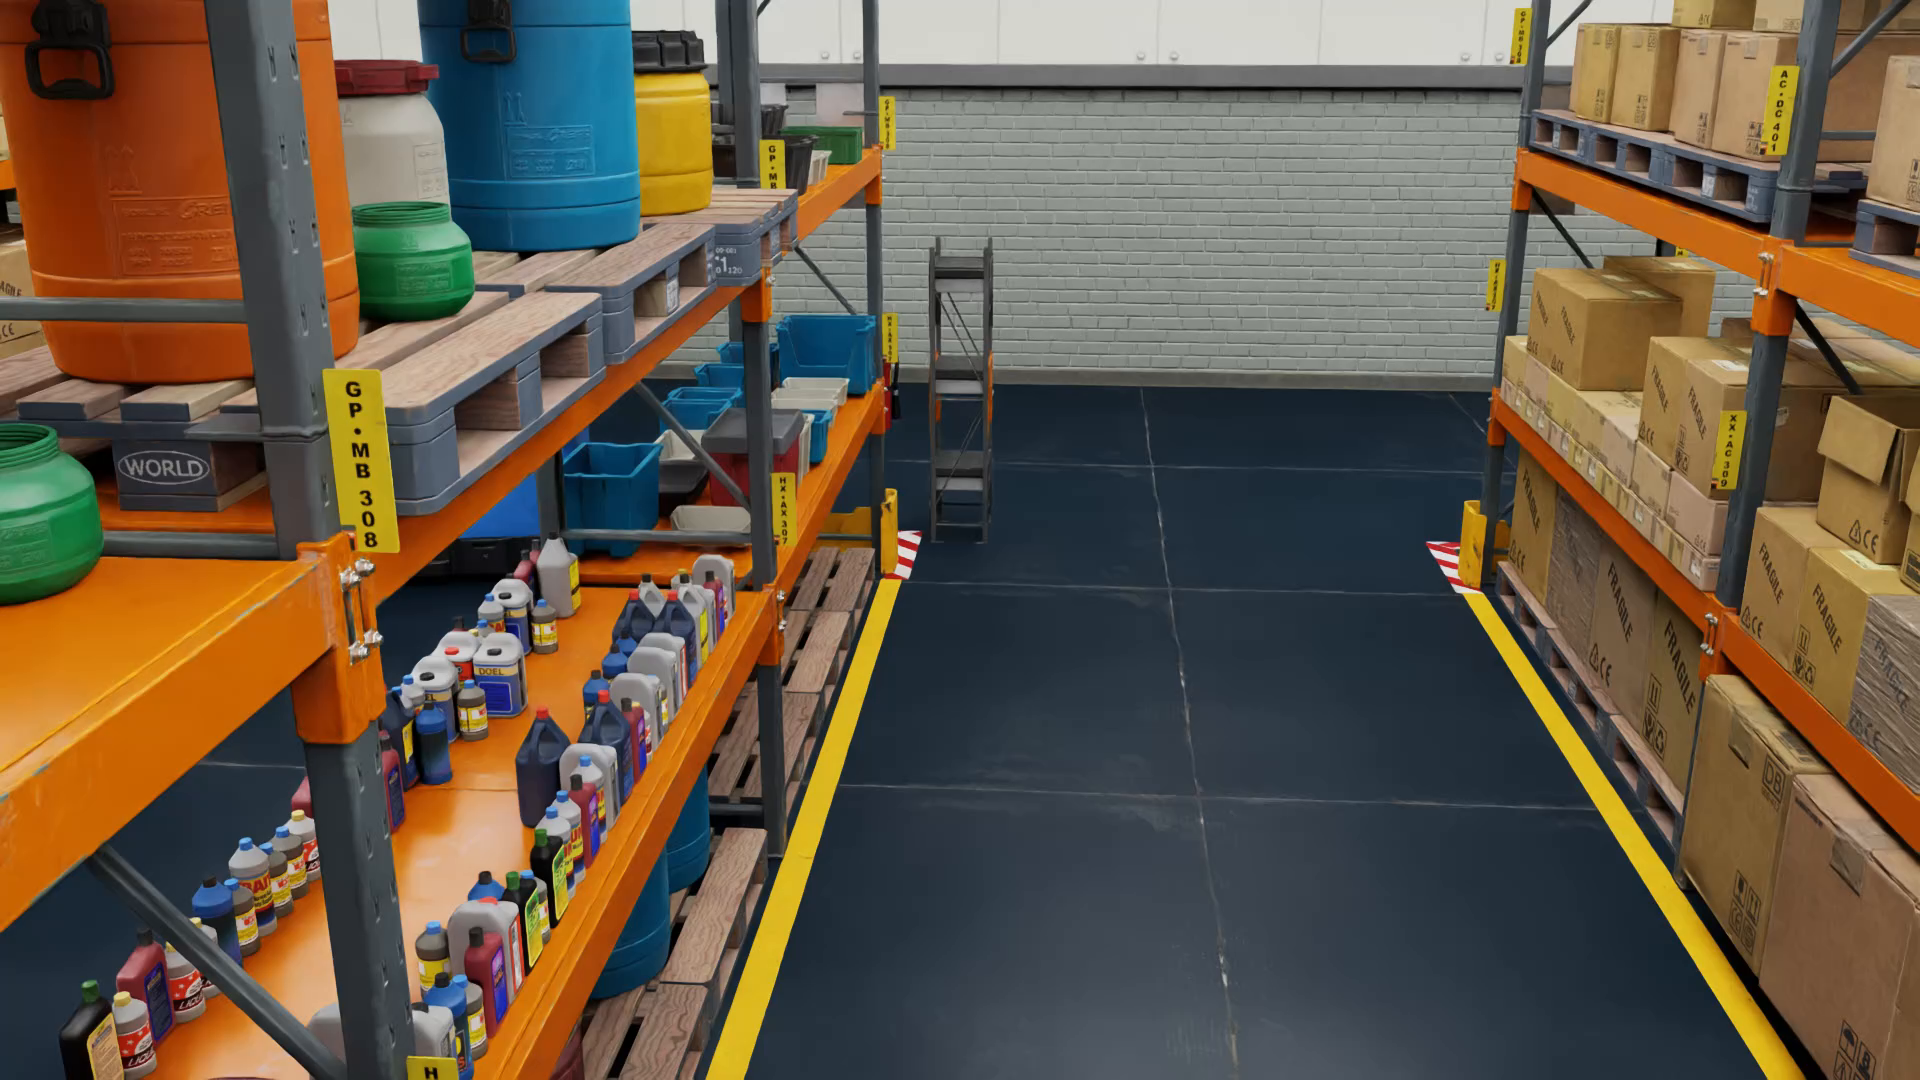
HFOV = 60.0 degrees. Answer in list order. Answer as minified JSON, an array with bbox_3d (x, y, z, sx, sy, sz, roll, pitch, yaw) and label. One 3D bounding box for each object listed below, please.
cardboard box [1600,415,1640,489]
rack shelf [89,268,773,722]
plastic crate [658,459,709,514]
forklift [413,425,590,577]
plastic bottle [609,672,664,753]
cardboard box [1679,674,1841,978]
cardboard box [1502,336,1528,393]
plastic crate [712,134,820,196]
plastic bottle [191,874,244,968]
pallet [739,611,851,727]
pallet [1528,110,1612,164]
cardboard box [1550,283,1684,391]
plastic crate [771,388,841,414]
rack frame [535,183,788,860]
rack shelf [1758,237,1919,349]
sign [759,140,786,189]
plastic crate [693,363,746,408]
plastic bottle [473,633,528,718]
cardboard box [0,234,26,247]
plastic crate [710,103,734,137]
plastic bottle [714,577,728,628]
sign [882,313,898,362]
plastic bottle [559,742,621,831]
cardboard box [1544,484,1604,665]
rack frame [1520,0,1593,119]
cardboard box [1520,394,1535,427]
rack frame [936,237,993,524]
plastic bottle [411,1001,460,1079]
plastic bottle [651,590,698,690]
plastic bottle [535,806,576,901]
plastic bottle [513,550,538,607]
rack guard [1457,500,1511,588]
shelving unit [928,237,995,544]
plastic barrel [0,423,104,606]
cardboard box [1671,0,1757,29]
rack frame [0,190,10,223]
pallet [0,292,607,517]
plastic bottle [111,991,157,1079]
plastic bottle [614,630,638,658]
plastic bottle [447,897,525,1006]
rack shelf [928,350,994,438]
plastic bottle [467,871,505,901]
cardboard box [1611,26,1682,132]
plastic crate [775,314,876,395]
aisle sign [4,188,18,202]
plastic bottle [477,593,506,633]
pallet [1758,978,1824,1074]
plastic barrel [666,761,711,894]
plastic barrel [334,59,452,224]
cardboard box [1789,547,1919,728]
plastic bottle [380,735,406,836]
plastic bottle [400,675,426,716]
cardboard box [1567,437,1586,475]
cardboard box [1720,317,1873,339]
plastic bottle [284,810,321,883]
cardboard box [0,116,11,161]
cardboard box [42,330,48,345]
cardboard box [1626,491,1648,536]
[{"bbox_3d":[3.488,-0.433,8.190,0.500,0.250,0.500,2,18,5],"label":"cardboard box"},{"bbox_3d":[-1.437,-0.473,4.889,1.077,0.370,4.000,1,18,4],"label":"rack shelf"},{"bbox_3d":[-1.481,-0.262,8.252,0.437,0.125,0.590,1,18,4],"label":"plastic crate"},{"bbox_3d":[-4.069,-1.240,11.000,3.031,2.935,1.130,-2,18,-7],"label":"forklift"},{"bbox_3d":[-1.088,0.562,5.591,0.152,0.276,0.135,1,18,4],"label":"plastic bottle"},{"bbox_3d":[3.621,1.109,6.459,1.225,0.875,0.875,1,18,4],"label":"cardboard box"},{"bbox_3d":[3.630,-1.070,10.134,0.500,0.250,0.500,1,18,2],"label":"cardboard box"},{"bbox_3d":[-0.931,-1.754,7.851,0.497,0.269,0.590,1,18,4],"label":"plastic crate"},{"bbox_3d":[-1.920,0.990,4.292,0.097,0.271,0.097,0,18,0],"label":"plastic bottle"},{"bbox_3d":[-1.195,0.705,9.433,1.003,0.211,1.213,1,18,4],"label":"pallet"},{"bbox_3d":[3.891,-2.295,9.436,1.003,0.211,1.213,1,18,4],"label":"pallet"},{"bbox_3d":[3.563,-1.110,9.051,0.500,0.500,0.500,1,18,2],"label":"cardboard box"},{"bbox_3d":[-0.920,-0.809,9.903,0.396,0.136,0.243,1,18,4],"label":"plastic crate"},{"bbox_3d":[-1.294,-0.011,7.139,1.000,3.000,0.127,1,18,4],"label":"rack frame"},{"bbox_3d":[3.503,-0.363,4.551,1.077,0.370,4.000,1,18,4],"label":"rack shelf"},{"bbox_3d":[-0.745,-1.428,6.632,0.100,0.325,0.005,1,18,4],"label":"sign"},{"bbox_3d":[-1.400,-0.928,10.112,0.416,0.233,0.300,1,18,4],"label":"plastic crate"},{"bbox_3d":[-1.621,0.474,5.858,0.152,0.276,0.135,1,18,4],"label":"plastic bottle"},{"bbox_3d":[-5.740,-1.586,10.181,0.500,0.500,0.500,2,18,5],"label":"cardboard box"},{"bbox_3d":[-1.390,-2.181,9.044,0.504,0.338,0.767,1,18,4],"label":"plastic crate"},{"bbox_3d":[-0.980,0.250,6.663,0.097,0.201,0.097,0,18,0],"label":"plastic bottle"},{"bbox_3d":[-0.457,-1.324,10.883,0.100,0.325,0.005,1,18,4],"label":"sign"},{"bbox_3d":[-1.127,0.732,5.070,0.152,0.276,0.135,1,18,4],"label":"plastic bottle"},{"bbox_3d":[3.902,0.151,9.384,0.875,0.875,0.875,1,18,4],"label":"cardboard box"},{"bbox_3d":[3.933,-3.994,9.659,1.000,3.000,0.127,1,18,4],"label":"rack frame"},{"bbox_3d":[3.544,-0.761,9.832,0.380,0.149,0.250,1,18,3],"label":"cardboard box"},{"bbox_3d":[0.029,-1.125,11.984,0.400,2.100,0.015,1,18,4],"label":"rack frame"},{"bbox_3d":[-1.227,1.163,3.755,0.152,0.276,0.135,1,18,4],"label":"plastic bottle"},{"bbox_3d":[-1.046,0.363,6.078,0.144,0.351,0.185,1,18,4],"label":"plastic bottle"},{"bbox_3d":[-1.132,0.873,4.648,0.097,0.271,0.097,0,18,0],"label":"plastic bottle"},{"bbox_3d":[-1.755,0.190,6.712,0.061,0.283,0.133,1,18,4],"label":"plastic bottle"},{"bbox_3d":[3.935,0.038,11.005,1.175,0.500,0.348,1,18,4],"label":"rack guard"},{"bbox_3d":[0.012,-1.049,11.753,0.431,2.100,0.503,1,18,4],"label":"shelving unit"},{"bbox_3d":[-1.547,-0.042,2.667,0.294,0.245,0.294,0,18,0],"label":"plastic barrel"},{"bbox_3d":[3.779,-2.592,7.999,0.500,0.250,0.500,1,18,2],"label":"cardboard box"},{"bbox_3d":[-5.947,-1.365,11.272,1.000,3.000,0.127,1,18,4],"label":"rack frame"},{"bbox_3d":[-1.428,-0.340,3.629,1.003,0.211,1.213,1,18,4],"label":"pallet"},{"bbox_3d":[-1.950,1.155,3.899,0.097,0.201,0.097,0,18,0],"label":"plastic bottle"},{"bbox_3d":[-1.187,0.453,5.930,0.097,0.271,0.097,0,18,0],"label":"plastic bottle"},{"bbox_3d":[-1.194,1.019,4.194,0.152,0.276,0.135,1,18,4],"label":"plastic bottle"},{"bbox_3d":[0.012,-1.036,11.757,0.431,0.518,0.480,1,18,4],"label":"rack shelf"},{"bbox_3d":[-1.219,0.985,4.307,0.097,0.271,0.097,0,18,0],"label":"plastic bottle"},{"bbox_3d":[3.800,-2.366,8.515,0.700,0.500,0.500,0,18,0],"label":"cardboard box"},{"bbox_3d":[-0.845,-1.190,10.586,0.616,0.435,0.499,1,18,4],"label":"plastic crate"},{"bbox_3d":[-6.235,-2.628,10.951,0.394,0.787,0.004,1,18,4],"label":"aisle sign"},{"bbox_3d":[-1.769,0.334,6.292,0.097,0.271,0.097,0,18,0],"label":"plastic bottle"},{"bbox_3d":[3.667,1.666,6.500,1.003,0.211,1.213,1,18,4],"label":"pallet"},{"bbox_3d":[-1.350,0.955,6.886,0.600,0.901,0.708,1,18,4],"label":"plastic barrel"},{"bbox_3d":[-1.604,-1.012,4.485,0.433,0.535,0.433,0,18,0],"label":"plastic barrel"},{"bbox_3d":[3.329,0.346,5.891,0.500,0.500,0.500,1,18,4],"label":"cardboard box"},{"bbox_3d":[-1.738,0.742,5.027,0.061,0.283,0.133,1,18,4],"label":"plastic bottle"},{"bbox_3d":[-1.825,0.580,5.541,0.097,0.271,0.097,0,18,0],"label":"plastic bottle"},{"bbox_3d":[3.470,-0.443,8.860,0.380,0.149,0.250,1,18,3],"label":"cardboard box"},{"bbox_3d":[4.012,-0.784,8.058,0.500,0.500,0.500,1,18,2],"label":"cardboard box"},{"bbox_3d":[-1.885,0.872,4.764,0.097,0.201,0.097,0,18,0],"label":"plastic bottle"},{"bbox_3d":[-5.768,-2.399,9.850,0.500,0.250,0.500,1,18,4],"label":"cardboard box"},{"bbox_3d":[-5.741,-1.106,10.321,0.500,0.500,0.500,1,18,4],"label":"cardboard box"},{"bbox_3d":[3.397,-0.123,7.883,0.380,0.149,0.250,2,18,5],"label":"cardboard box"}]
